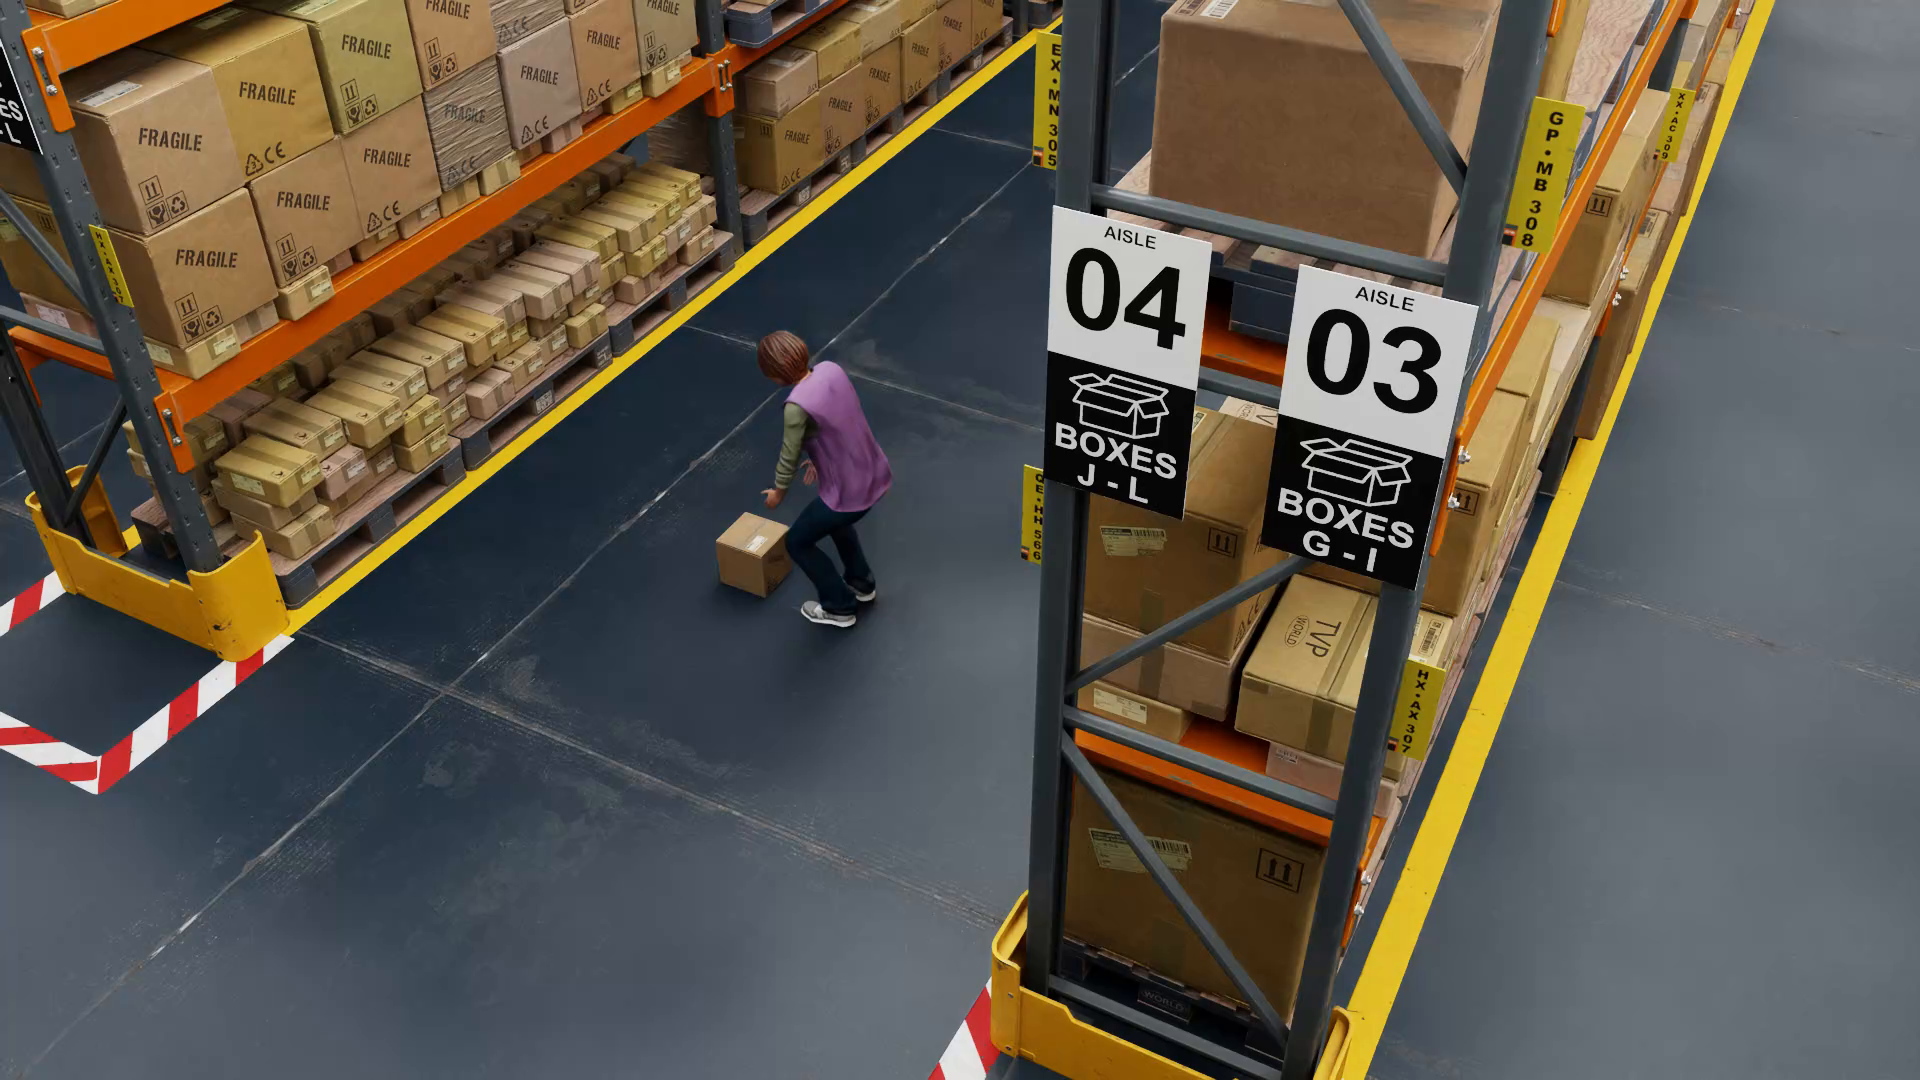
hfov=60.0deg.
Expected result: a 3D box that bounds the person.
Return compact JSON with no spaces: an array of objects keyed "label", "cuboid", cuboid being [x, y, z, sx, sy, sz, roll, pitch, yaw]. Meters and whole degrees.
[{"label":"person","cuboid":[-0.585,-0.232,7.208,0.560,1.408,0.456,18,42,22]}]
